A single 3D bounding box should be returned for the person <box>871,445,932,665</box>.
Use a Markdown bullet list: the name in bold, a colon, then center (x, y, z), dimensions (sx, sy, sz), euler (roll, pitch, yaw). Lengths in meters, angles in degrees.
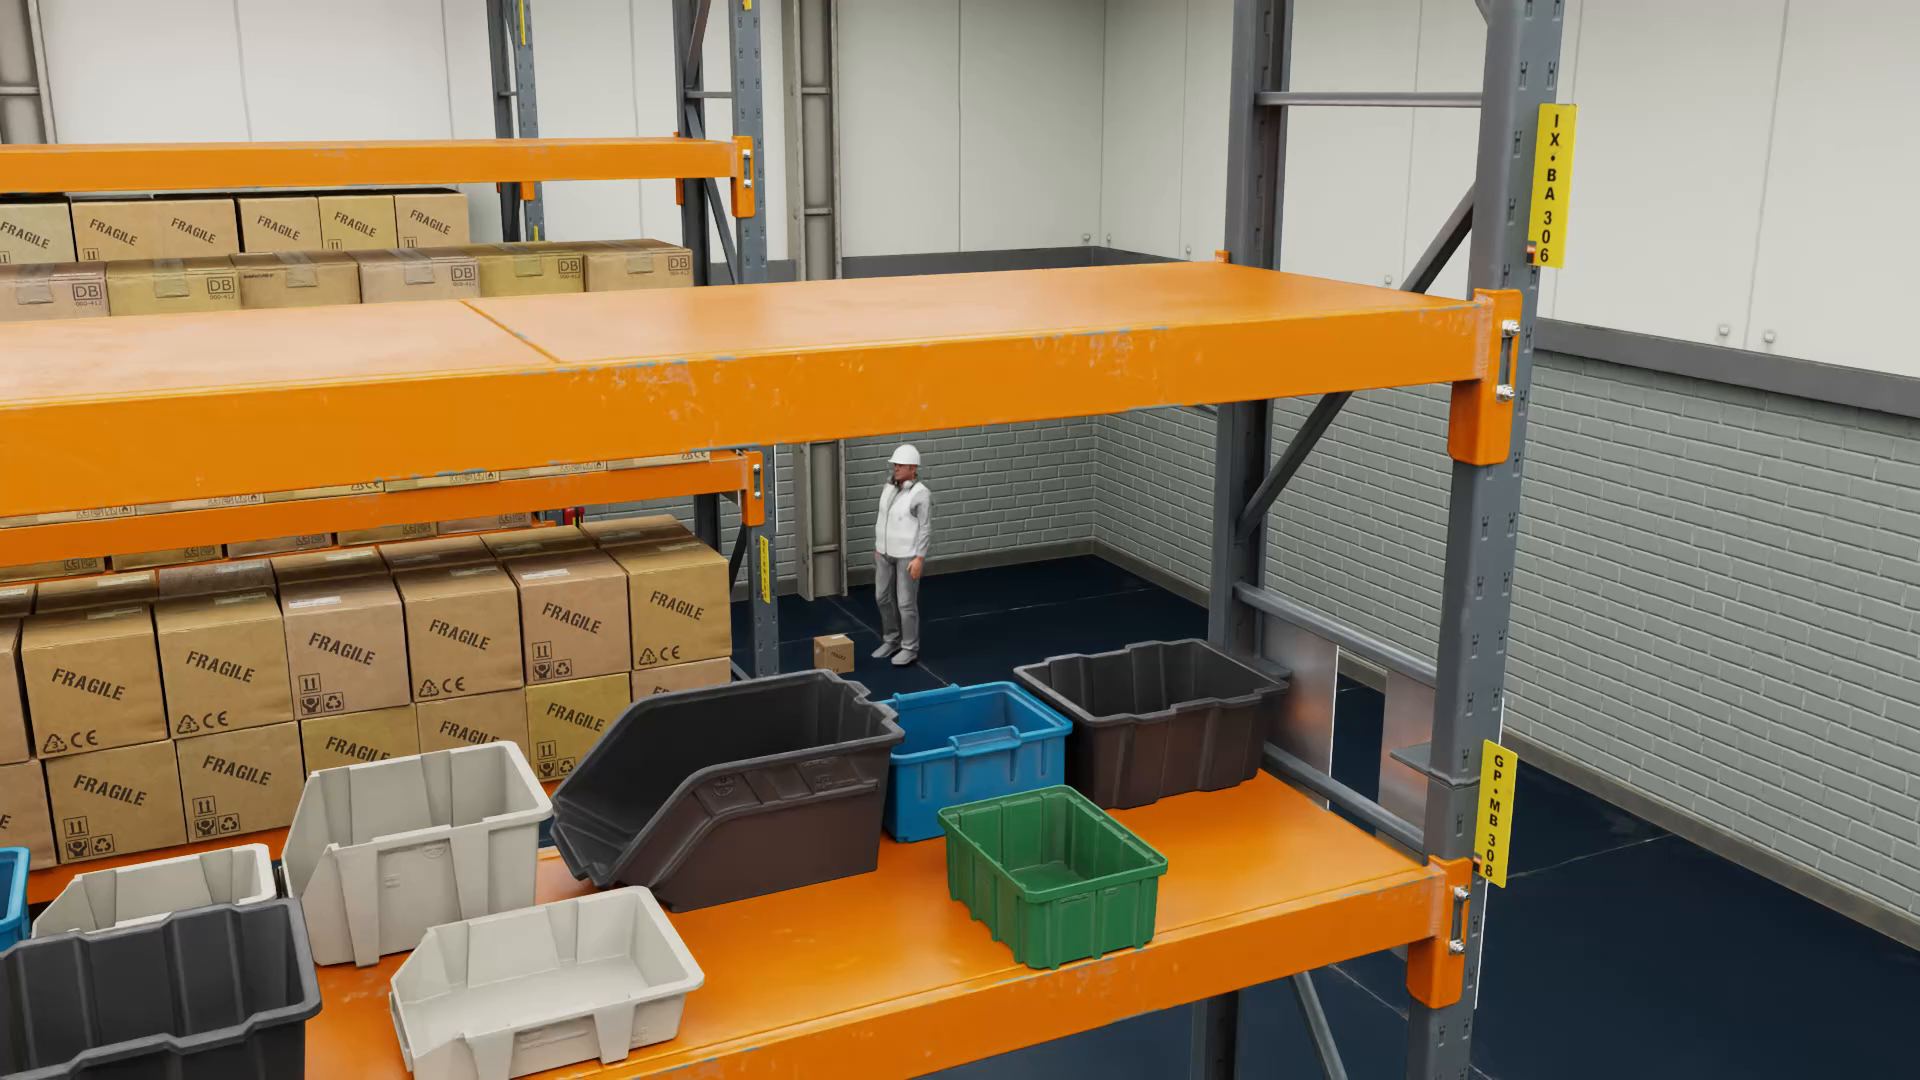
- **person**: center (-0.482, 0.127, 13.474), dimensions (0.575, 1.811, 0.415), euler (13, 20, 41)
